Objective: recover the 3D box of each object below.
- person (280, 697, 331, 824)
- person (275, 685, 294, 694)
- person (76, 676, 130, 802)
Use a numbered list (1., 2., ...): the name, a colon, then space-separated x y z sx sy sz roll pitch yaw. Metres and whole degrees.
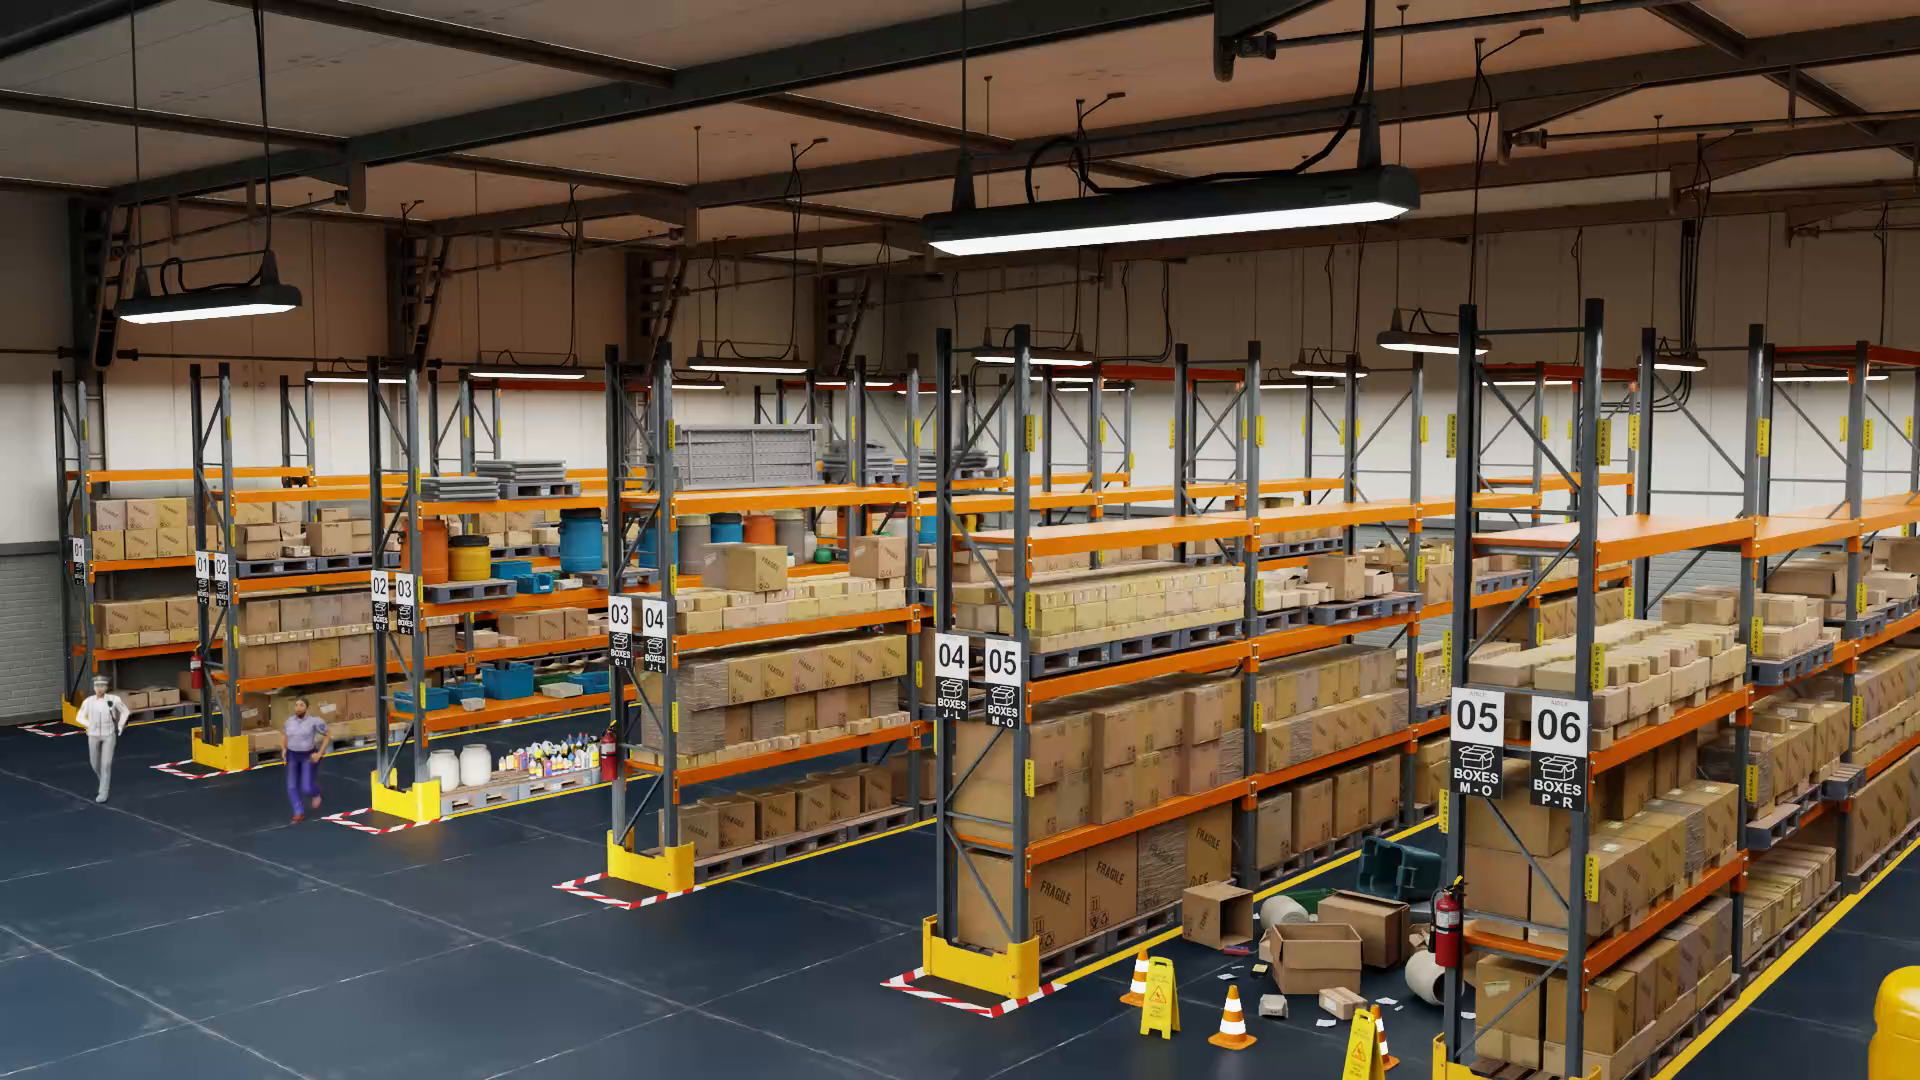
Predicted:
1. person: -8.477 2.826 21.555 0.645 1.615 0.604 0 4 0
2. person: -11.151 2.401 27.657 0.542 1.561 0.570 3 5 35
3. person: -11.699 2.676 22.692 0.631 1.683 0.802 -1 4 -16
